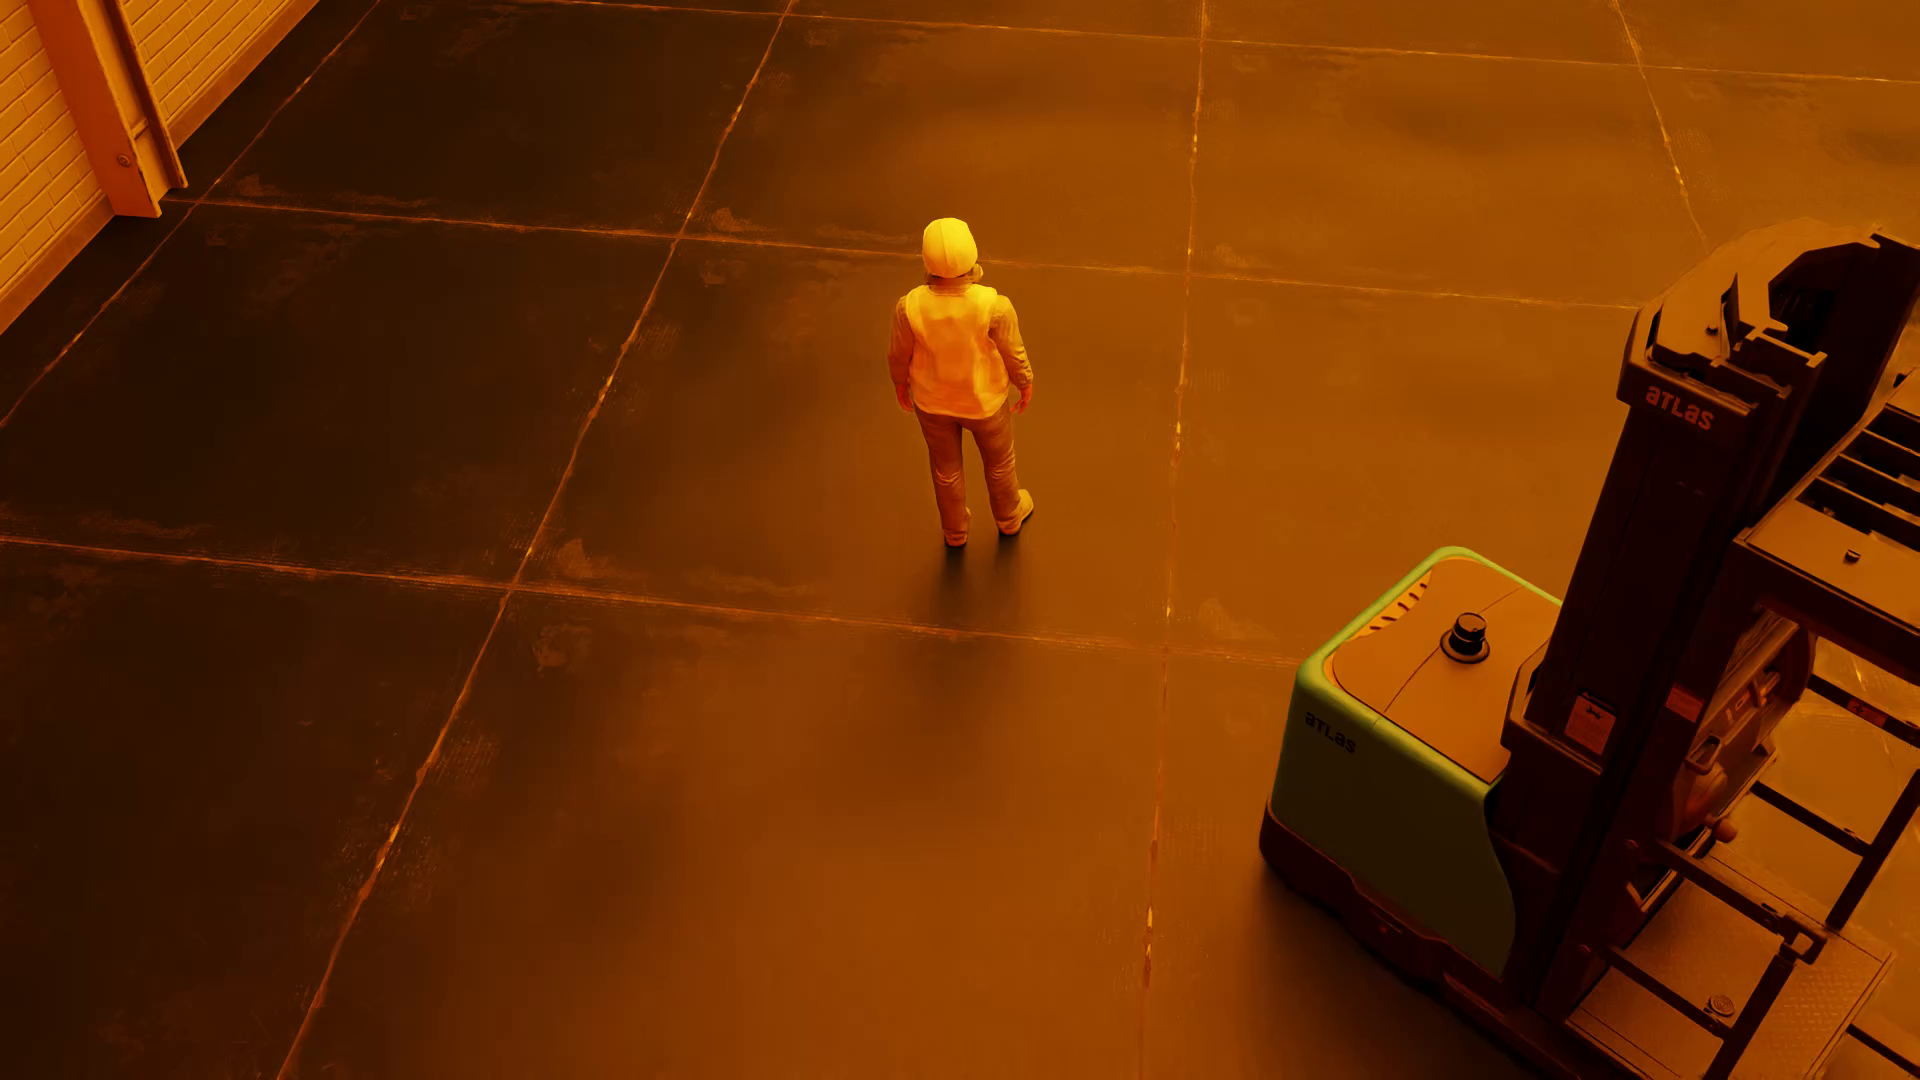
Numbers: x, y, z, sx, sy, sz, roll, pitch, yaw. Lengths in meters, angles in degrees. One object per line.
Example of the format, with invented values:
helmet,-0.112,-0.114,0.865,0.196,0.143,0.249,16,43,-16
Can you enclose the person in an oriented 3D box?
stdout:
person,0.017,-0.699,7.330,0.632,1.773,0.568,5,43,6

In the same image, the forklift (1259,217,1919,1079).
forklift,2.557,0.648,5.019,1.130,2.935,3.031,-34,52,-31
